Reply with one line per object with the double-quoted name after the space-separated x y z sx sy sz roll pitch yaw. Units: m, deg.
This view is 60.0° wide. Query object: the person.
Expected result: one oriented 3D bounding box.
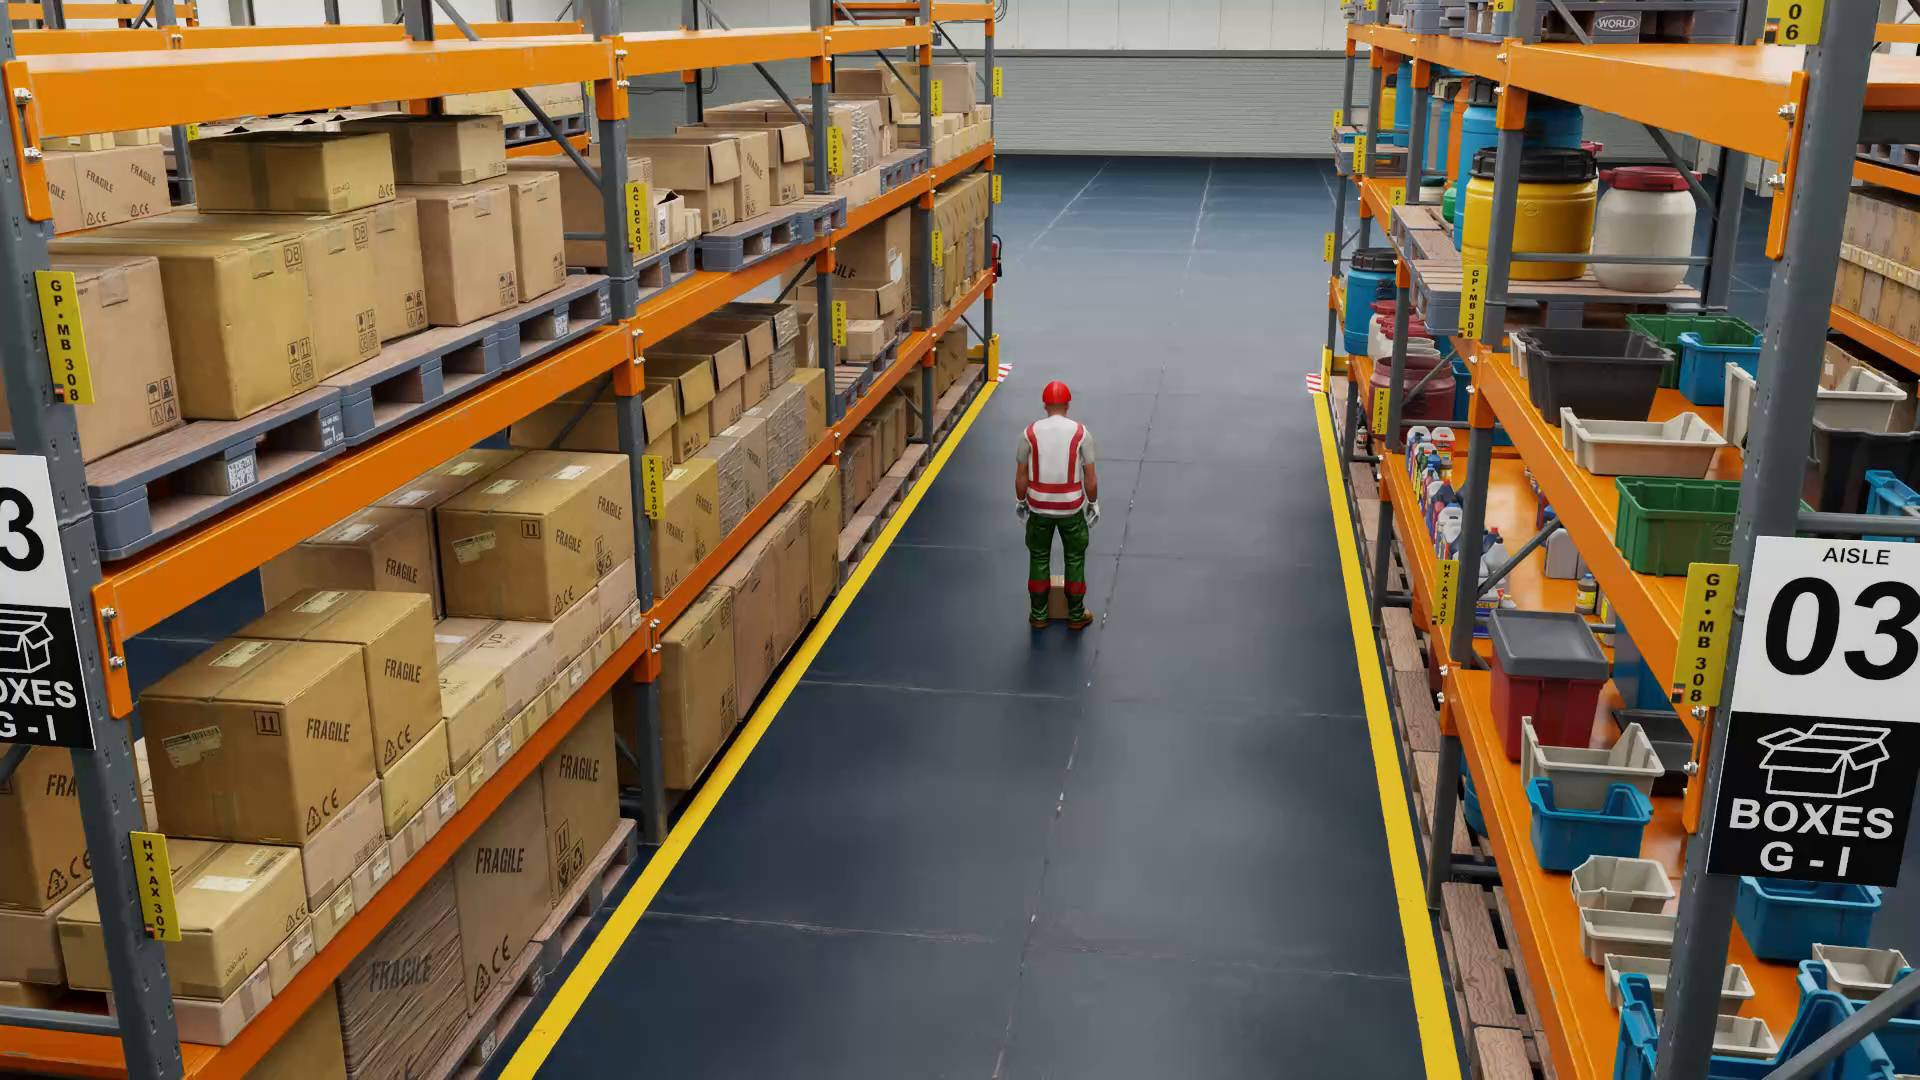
0.689 -0.240 11.781 0.604 1.778 0.453 3 18 8 "person"
